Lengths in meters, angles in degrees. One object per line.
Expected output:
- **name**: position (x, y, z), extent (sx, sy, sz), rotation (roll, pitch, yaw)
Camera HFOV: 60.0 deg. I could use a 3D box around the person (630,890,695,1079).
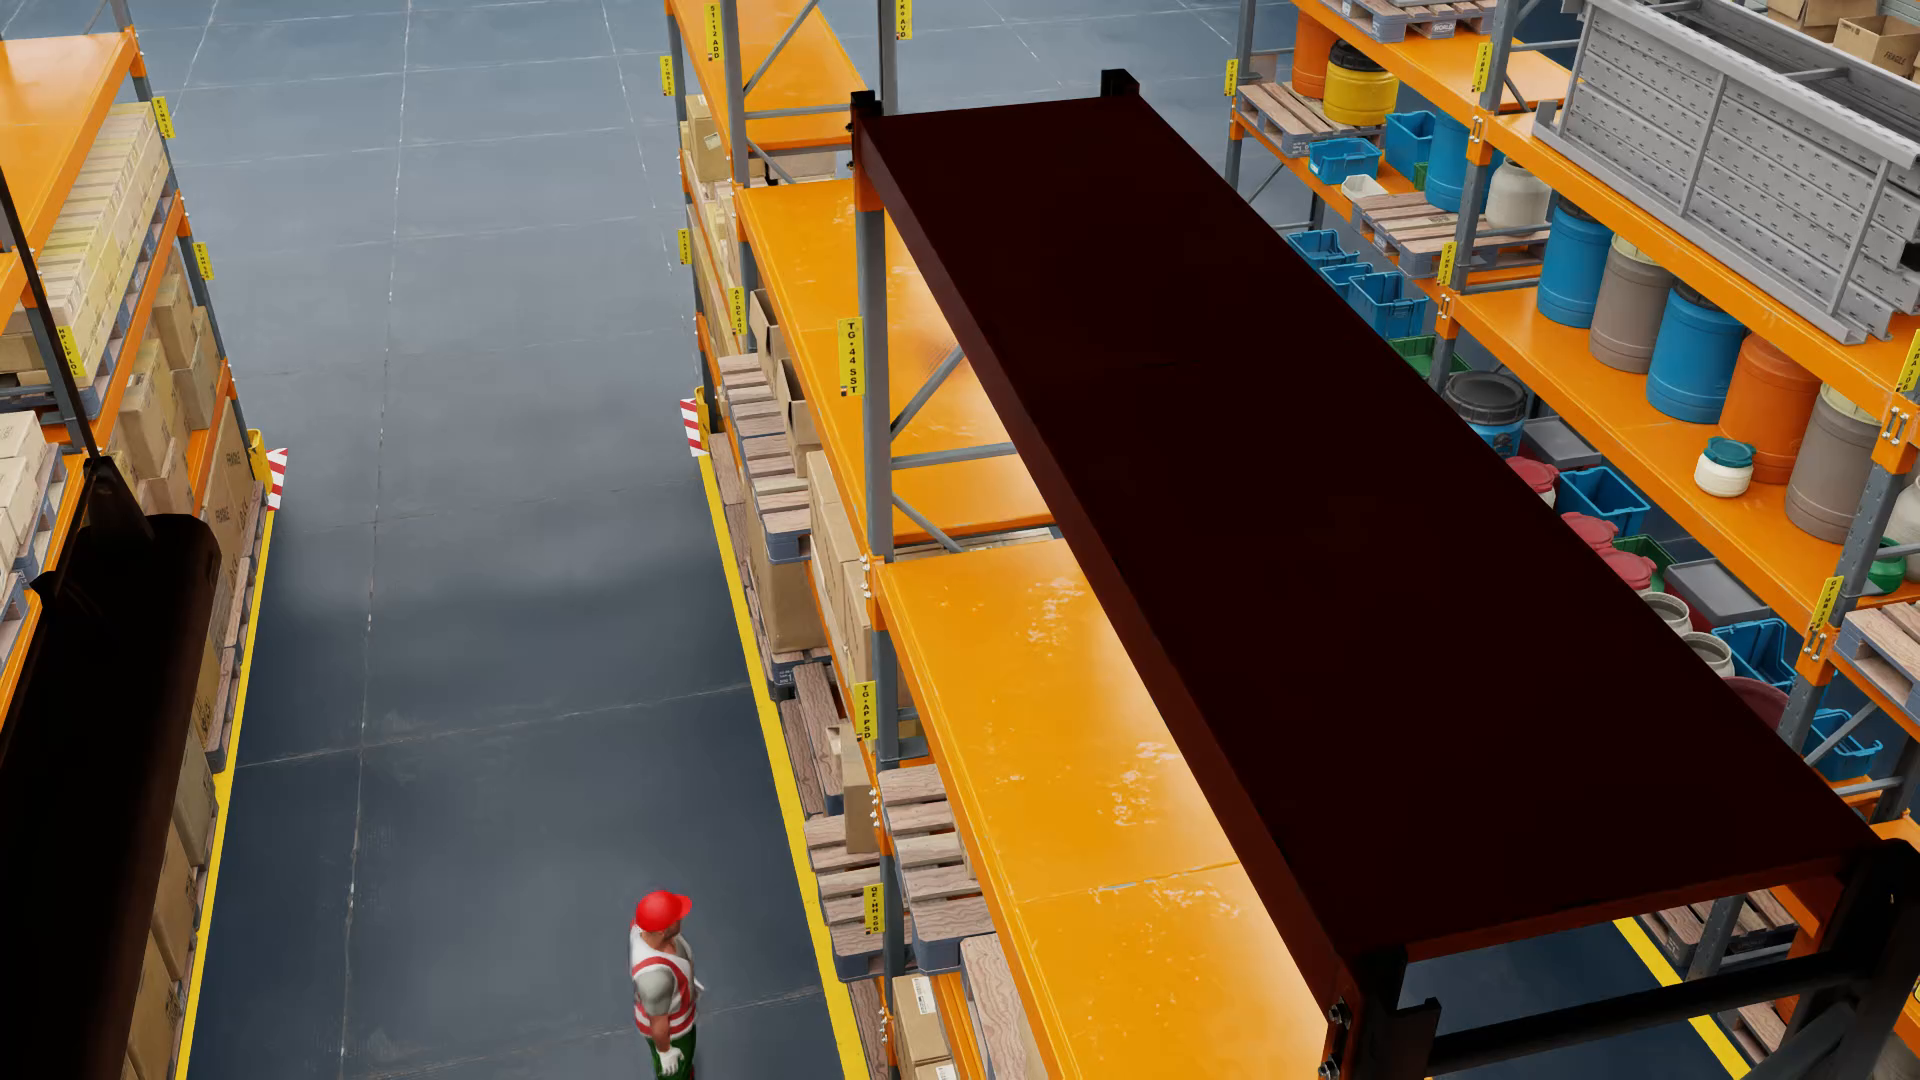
- **person**: position (-1.483, 2.479, 8.652), extent (0.397, 1.801, 0.540), rotation (-4, 35, -6)
